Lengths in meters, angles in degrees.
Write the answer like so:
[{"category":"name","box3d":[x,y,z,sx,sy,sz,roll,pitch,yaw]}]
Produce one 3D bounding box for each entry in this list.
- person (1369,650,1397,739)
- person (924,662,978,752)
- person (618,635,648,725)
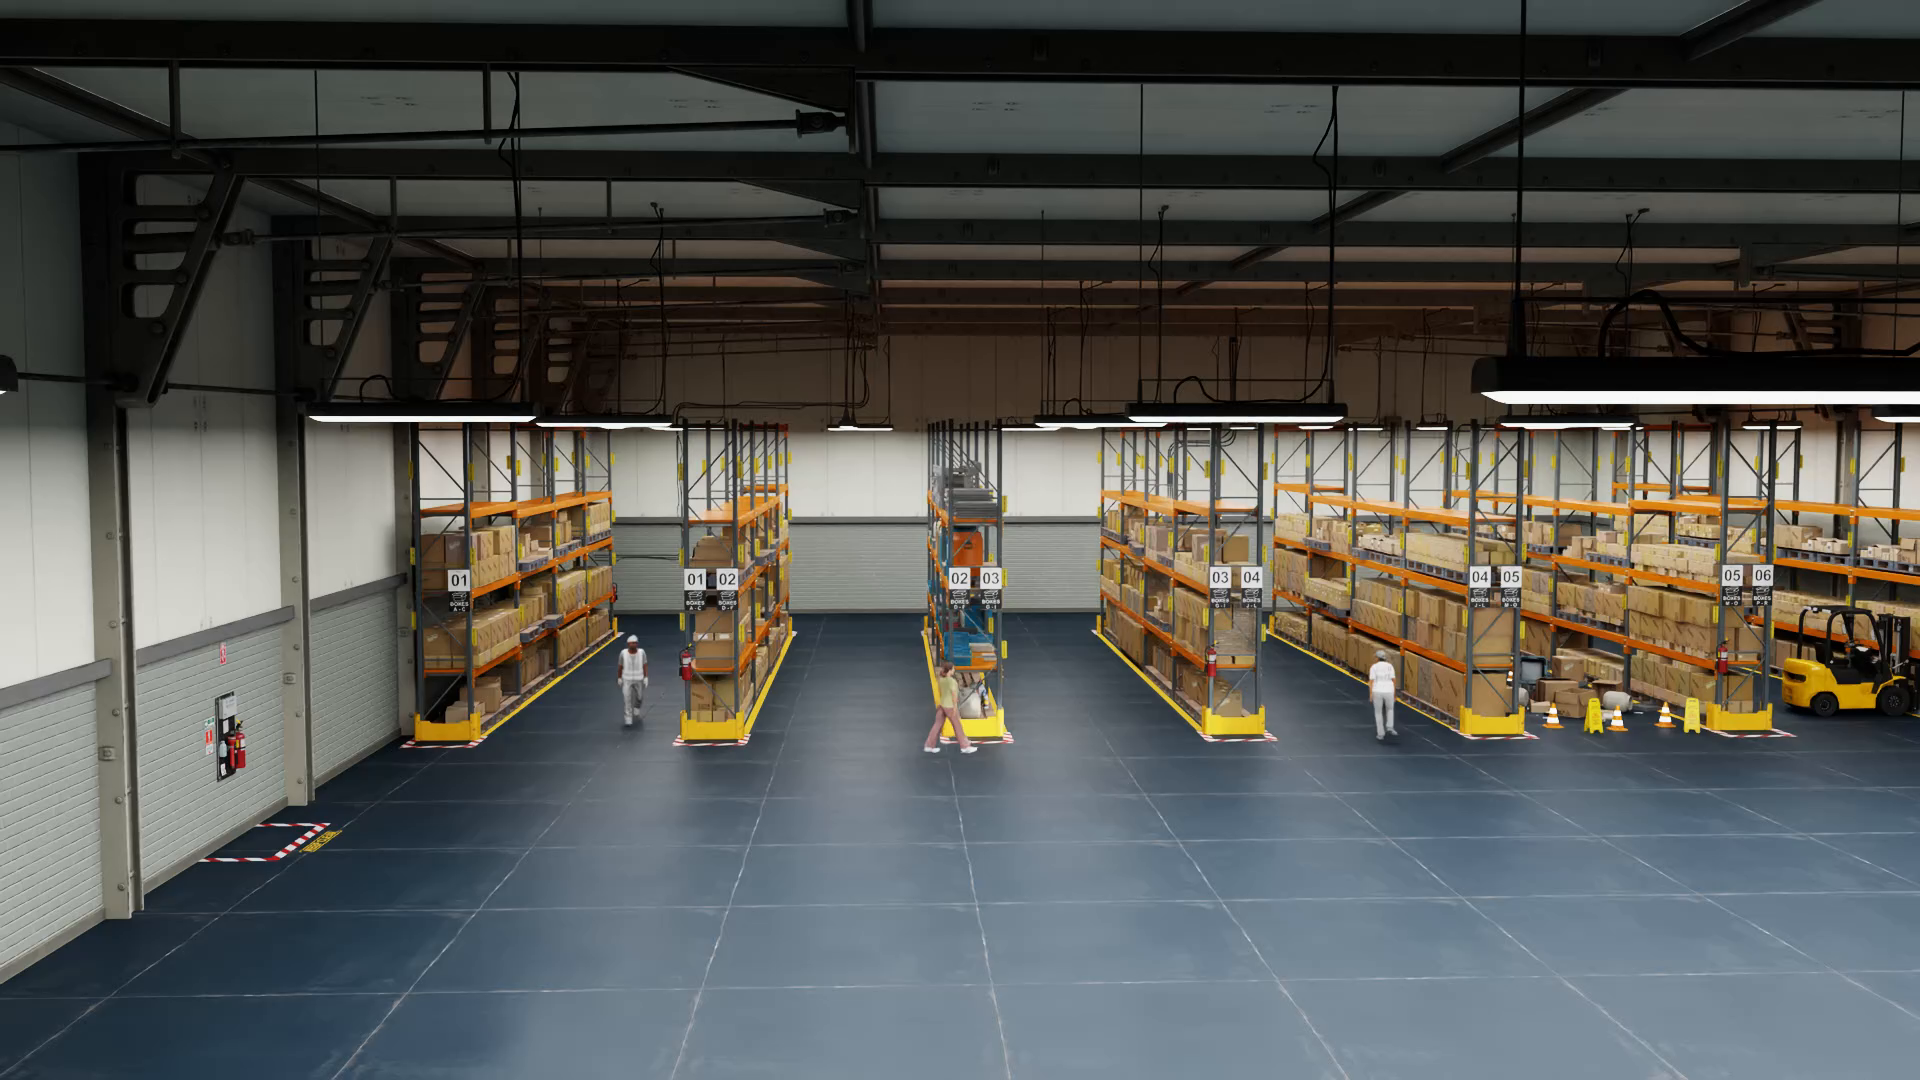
[{"category":"person","box3d":[7.926,2.895,31.168,0.533,1.653,0.473,0,4,6]},{"category":"person","box3d":[-0.173,2.995,29.686,0.963,1.593,0.483,-1,4,-21]},{"category":"person","box3d":[-6.488,2.749,32.977,0.573,1.727,1.058,-1,4,-20]}]
